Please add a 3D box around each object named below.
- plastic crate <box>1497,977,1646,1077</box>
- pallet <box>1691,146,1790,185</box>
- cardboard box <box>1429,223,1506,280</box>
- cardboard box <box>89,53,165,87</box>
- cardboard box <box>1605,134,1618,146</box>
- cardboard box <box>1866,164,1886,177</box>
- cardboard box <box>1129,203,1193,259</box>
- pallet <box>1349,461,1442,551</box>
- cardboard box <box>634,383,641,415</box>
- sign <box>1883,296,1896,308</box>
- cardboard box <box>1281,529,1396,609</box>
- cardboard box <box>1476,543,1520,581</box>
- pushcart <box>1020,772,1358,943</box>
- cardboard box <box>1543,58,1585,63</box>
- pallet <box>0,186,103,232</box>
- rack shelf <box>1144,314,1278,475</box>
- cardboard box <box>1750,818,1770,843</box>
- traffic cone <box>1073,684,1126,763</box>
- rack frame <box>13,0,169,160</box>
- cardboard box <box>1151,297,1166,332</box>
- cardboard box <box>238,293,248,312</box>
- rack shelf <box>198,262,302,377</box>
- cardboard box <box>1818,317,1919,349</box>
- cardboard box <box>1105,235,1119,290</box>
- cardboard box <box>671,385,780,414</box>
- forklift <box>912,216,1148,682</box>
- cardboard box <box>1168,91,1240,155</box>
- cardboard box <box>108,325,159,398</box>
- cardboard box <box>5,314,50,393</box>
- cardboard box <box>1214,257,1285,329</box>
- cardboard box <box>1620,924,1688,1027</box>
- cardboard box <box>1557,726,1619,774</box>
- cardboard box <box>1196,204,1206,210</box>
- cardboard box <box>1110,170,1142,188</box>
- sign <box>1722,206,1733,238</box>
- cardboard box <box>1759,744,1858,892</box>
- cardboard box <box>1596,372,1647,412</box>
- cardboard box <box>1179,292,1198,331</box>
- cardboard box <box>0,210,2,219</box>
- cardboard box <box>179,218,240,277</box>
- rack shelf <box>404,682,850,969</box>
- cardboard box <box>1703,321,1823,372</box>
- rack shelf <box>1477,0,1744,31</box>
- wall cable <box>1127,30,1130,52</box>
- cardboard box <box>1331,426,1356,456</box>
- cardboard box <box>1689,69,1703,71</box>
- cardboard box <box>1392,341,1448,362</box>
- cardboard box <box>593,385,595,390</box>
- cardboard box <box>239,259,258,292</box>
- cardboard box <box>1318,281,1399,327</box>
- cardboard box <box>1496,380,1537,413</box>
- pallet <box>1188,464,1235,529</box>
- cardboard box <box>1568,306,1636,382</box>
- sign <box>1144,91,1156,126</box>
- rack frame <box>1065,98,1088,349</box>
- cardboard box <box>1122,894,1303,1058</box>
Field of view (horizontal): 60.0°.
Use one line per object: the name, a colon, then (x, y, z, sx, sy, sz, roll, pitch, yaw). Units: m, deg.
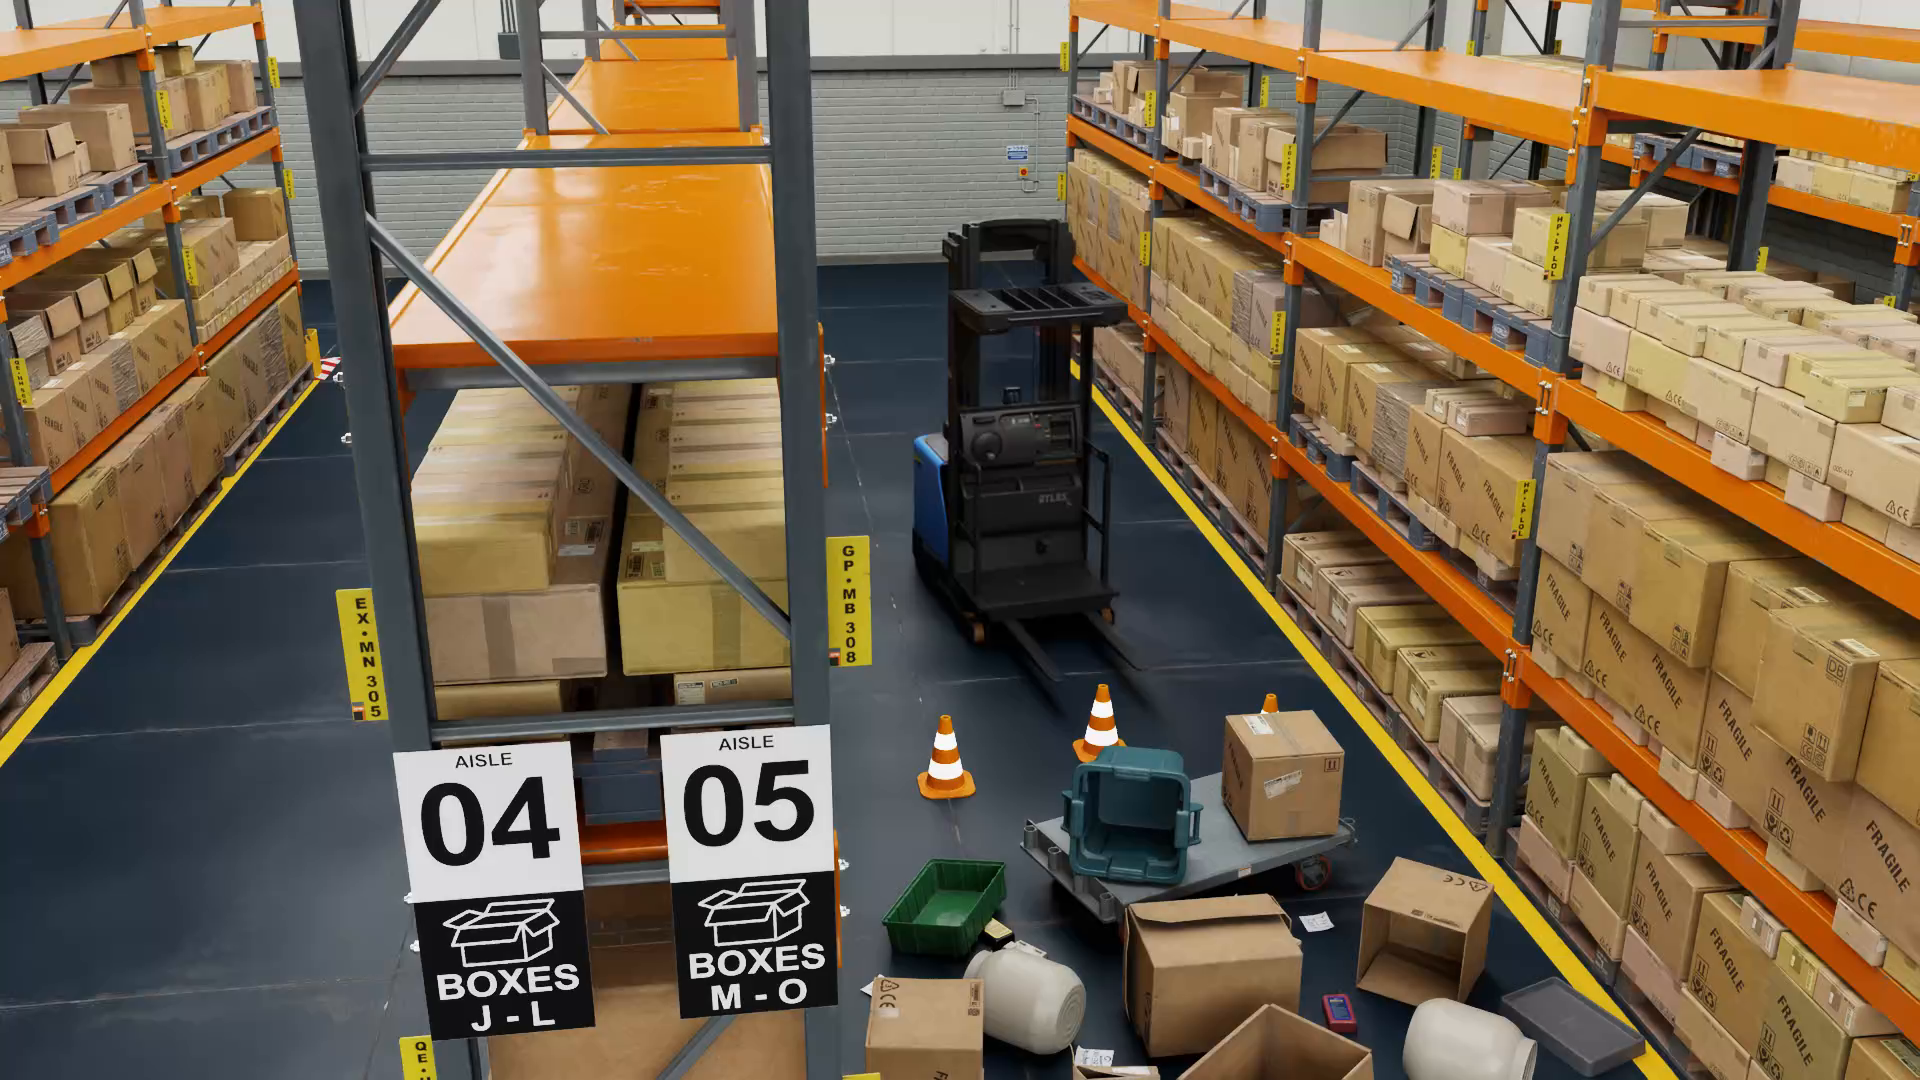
plastic crate: (2.913, 2.306, 7.927, 0.402, 0.080, 0.583, -11, 23, -26)
pallet: (7.433, -3.397, 15.005, 1.213, 0.211, 1.003, -3, 21, -8)
cardboard box: (3.130, -1.725, 9.875, 0.500, 0.250, 0.500, -3, 21, -7)
cardboard box: (-7.591, -4.289, 15.168, 0.500, 0.250, 0.500, -4, 21, -11)
cardboard box: (6.880, -4.150, 17.112, 0.380, 0.149, 0.250, -3, 21, -8)
cardboard box: (7.525, -3.006, 13.335, 0.380, 0.149, 0.250, -3, 21, -9)
cardboard box: (2.003, -3.081, 16.606, 0.500, 0.500, 0.500, -3, 21, -8)
pallet: (3.247, -0.258, 10.894, 1.003, 0.211, 1.213, -3, 21, -8)
cardboard box: (-1.445, -0.547, 6.152, 0.500, 0.250, 0.500, -3, 21, -8)
sign: (7.297, -1.758, 13.093, 0.100, 0.325, 0.005, -3, 21, -8)
cardboard box: (2.993, 0.199, 12.552, 0.950, 0.372, 0.625, -4, 21, -11)
cardboard box: (3.151, 0.110, 9.393, 0.380, 0.149, 0.250, -3, 21, -7)
pushcart: (1.249, 1.714, 9.087, 1.648, 0.377, 0.936, -11, 23, -26)
cardboard box: (7.094, -5.441, 19.286, 0.500, 0.250, 0.500, -4, 21, -9)
pallet: (-7.195, -2.456, 12.486, 1.003, 0.211, 1.213, -2, 21, -5)
rack shelf: (2.633, -1.387, 14.670, 1.077, 0.370, 4.000, -3, 21, -8)
cardboard box: (3.608, 1.207, 7.056, 0.380, 0.149, 0.250, -3, 21, -8)
traffic cone: (0.902, 1.133, 10.520, 0.336, 0.463, 0.334, -3, 21, -8)
rack frame: (-7.462, -4.727, 14.011, 1.000, 3.000, 0.127, -3, 21, -8)
cardboard box: (2.147, -2.180, 15.981, 0.500, 0.250, 0.500, -3, 21, -9)
cardboard box: (-7.363, -2.367, 16.625, 0.380, 0.149, 0.250, -3, 21, -7)
rack shelf: (-7.750, -2.272, 17.040, 1.077, 0.370, 4.000, -3, 21, -8)
cardboard box: (3.925, -0.849, 7.134, 0.380, 0.149, 0.250, -3, 21, -9)
cardboard box: (1.858, -2.962, 17.717, 0.500, 0.500, 0.500, -3, 21, -9)
cardboard box: (-0.688, -0.365, 5.096, 0.380, 0.149, 0.250, -3, 21, -9)
forklift: (0.519, -0.765, 12.074, 1.130, 2.935, 3.031, -6, 21, -16)
cardboard box: (2.185, -3.745, 14.926, 0.500, 0.500, 0.500, -3, 21, -9)
cardboard box: (-6.977, -1.463, 13.703, 0.500, 0.500, 0.500, -3, 21, -8)
cardboard box: (-6.975, -1.302, 11.839, 0.797, 0.503, 0.637, -2, 21, -6)
cardboard box: (2.441, -2.062, 13.878, 0.500, 0.500, 0.500, -3, 21, -8)
cardboard box: (3.483, 2.031, 7.822, 0.500, 0.250, 0.500, -3, 21, -8)
cardboard box: (3.274, 1.054, 8.438, 0.380, 0.149, 0.250, -3, 21, -7)
cardboard box: (2.556, -3.358, 16.420, 0.380, 0.149, 0.250, -3, 21, -9)
cardboard box: (1.813, -3.856, 17.754, 0.380, 0.149, 0.250, -3, 21, -8)
sign: (7.805, -3.240, 16.948, 0.100, 0.325, 0.005, -3, 21, -8)
cardboard box: (3.587, 1.031, 6.600, 0.500, 0.500, 0.500, -3, 21, -8)
cardboard box: (3.280, -0.720, 7.929, 0.380, 0.149, 0.250, -3, 21, -8)
cardboard box: (2.278, -2.058, 14.940, 0.500, 0.250, 0.500, -3, 21, -7)
cardboard box: (-7.044, -2.389, 11.292, 0.797, 0.503, 0.637, -2, 21, -5)
cardboard box: (-7.421, -2.866, 16.321, 0.500, 0.500, 0.500, -4, 21, -9)
rack shelf: (-1.098, 0.263, 5.967, 1.077, 0.370, 4.000, -3, 21, -8)
cardboard box: (3.413, -0.826, 7.073, 0.380, 0.149, 0.250, -4, 21, -10)
rack shelf: (6.968, -5.832, 18.003, 1.077, 0.370, 4.000, -3, 21, -8)
wall cable: (1.414, -8.604, 24.391, 2.355, 3.000, 0.029, -3, 21, -8)
cardboard box: (2.805, -0.696, 11.550, 0.380, 0.149, 0.250, -3, 21, -7)
cardboard box: (6.954, -4.411, 16.049, 0.396, 0.266, 0.258, -3, 21, -8)
cardboard box: (3.347, -1.092, 11.686, 0.500, 0.500, 0.500, -3, 21, -9)
cardboard box: (-1.450, -0.596, 5.715, 0.380, 0.149, 0.250, -3, 21, -8)
cardboard box: (-7.481, -2.684, 16.905, 0.500, 0.250, 0.500, -3, 21, -8)
cardboard box: (3.092, -1.730, 12.988, 0.500, 0.500, 0.500, -4, 21, -10)
cardboard box: (3.522, -0.885, 10.203, 0.380, 0.149, 0.250, -2, 21, -5)
pallet: (2.710, -0.423, 15.048, 1.003, 0.211, 1.213, -3, 21, -8)
cardboard box: (3.290, -0.955, 7.987, 0.500, 0.250, 0.500, -3, 21, -9)
sign: (1.796, -4.072, 15.693, 0.100, 0.325, 0.005, -3, 21, -8)
rack frame: (1.768, -3.801, 20.106, 1.000, 3.000, 0.127, -3, 21, -8)
cardboard box: (1.173, 2.041, 7.840, 0.797, 0.637, 0.503, -3, 21, -8)
